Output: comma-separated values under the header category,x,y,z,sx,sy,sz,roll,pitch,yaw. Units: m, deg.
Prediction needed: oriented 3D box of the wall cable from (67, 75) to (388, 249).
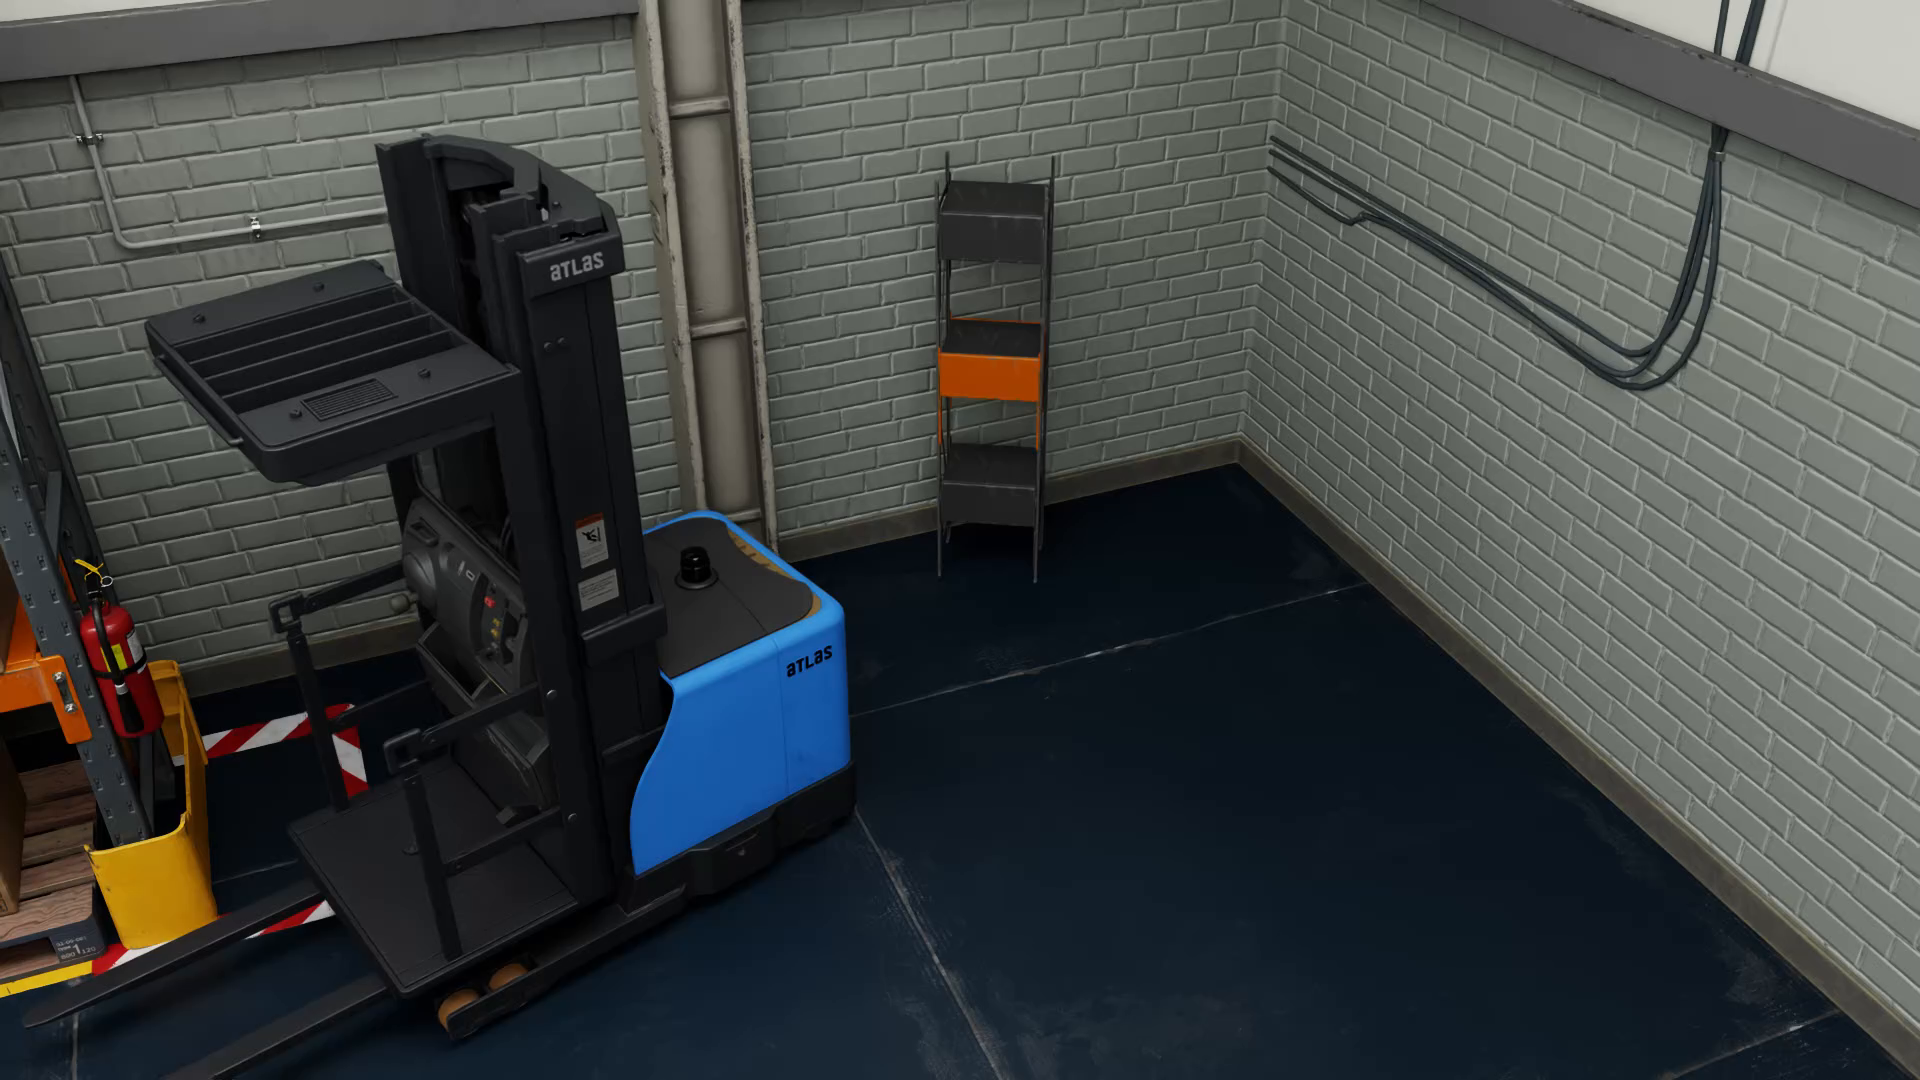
category,x,y,z,sx,sy,sz,roll,pitch,yaw
wall cable,-2.466,-1.179,6.880,1.851,1.984,0.084,-13,35,-19

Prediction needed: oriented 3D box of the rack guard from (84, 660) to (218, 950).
category,x,y,z,sx,sy,sz,roll,pitch,yaw
rack guard,-3.258,1.036,6.700,0.348,0.500,1.175,-13,35,-19

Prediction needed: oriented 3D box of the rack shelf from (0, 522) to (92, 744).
category,x,y,z,sx,sy,sz,roll,pitch,yaw
rack shelf,-5.125,0.717,5.557,4.000,0.370,1.077,-13,35,-19

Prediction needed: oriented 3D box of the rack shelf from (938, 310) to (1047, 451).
category,x,y,z,sx,sy,sz,roll,pitch,yaw
rack shelf,0.162,-0.774,8.039,0.480,0.518,0.431,4,33,6

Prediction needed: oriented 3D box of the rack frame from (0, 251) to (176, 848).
category,x,y,z,sx,sy,sz,roll,pitch,yaw
rack frame,-3.281,-0.007,6.010,0.127,3.000,1.000,-13,35,-19

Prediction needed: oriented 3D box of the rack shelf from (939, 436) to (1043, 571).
category,x,y,z,sx,sy,sz,roll,pitch,yaw
rack shelf,0.162,-0.187,8.421,0.480,0.518,0.431,4,33,6

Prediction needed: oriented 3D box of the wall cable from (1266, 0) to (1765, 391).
category,x,y,z,sx,sy,sz,roll,pitch,yaw
wall cable,2.073,-2.234,6.780,0.112,2.526,3.097,-13,35,-19

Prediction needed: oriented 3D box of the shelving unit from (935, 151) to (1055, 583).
category,x,y,z,sx,sy,sz,roll,pitch,yaw
shelving unit,0.162,-0.785,8.032,0.503,2.100,0.431,4,33,6

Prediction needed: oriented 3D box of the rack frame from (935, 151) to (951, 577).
category,x,y,z,sx,sy,sz,roll,pitch,yaw
rack frame,-0.080,-0.802,8.057,0.015,2.100,0.400,4,33,6

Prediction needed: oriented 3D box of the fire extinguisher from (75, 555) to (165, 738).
category,x,y,z,sx,sy,sz,roll,pitch,yaw
fire extinguisher,-2.963,0.382,5.825,0.183,0.674,0.296,-13,35,-19

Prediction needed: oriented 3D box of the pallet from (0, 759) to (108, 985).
category,x,y,z,sx,sy,sz,roll,pitch,yaw
pallet,-3.988,1.370,6.451,1.213,0.211,1.003,-13,35,-19

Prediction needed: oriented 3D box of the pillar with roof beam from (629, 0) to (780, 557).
category,x,y,z,sx,sy,sz,roll,pitch,yaw
pillar with roof beam,0.541,-1.362,2.592,0.400,9.000,9.100,-13,35,-19

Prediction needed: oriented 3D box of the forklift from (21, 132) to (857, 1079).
category,x,y,z,sx,sy,sz,roll,pitch,yaw
forklift,-1.889,0.235,5.701,3.031,2.935,1.130,-24,40,-32

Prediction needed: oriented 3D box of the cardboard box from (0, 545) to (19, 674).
category,x,y,z,sx,sy,sz,roll,pitch,yaw
cardboard box,-3.747,-0.020,5.755,0.700,0.700,0.980,-11,35,-17

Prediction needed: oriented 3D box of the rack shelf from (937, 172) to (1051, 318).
category,x,y,z,sx,sy,sz,roll,pitch,yaw
rack shelf,0.162,-1.361,7.657,0.480,0.518,0.431,4,33,6

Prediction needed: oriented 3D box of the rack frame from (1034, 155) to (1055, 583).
category,x,y,z,sx,sy,sz,roll,pitch,yaw
rack frame,0.404,-0.769,8.007,0.015,2.100,0.400,4,33,6

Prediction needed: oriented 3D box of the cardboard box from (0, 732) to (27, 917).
category,x,y,z,sx,sy,sz,roll,pitch,yaw
cardboard box,-3.887,1.063,6.273,0.500,0.500,0.700,-13,35,-19
